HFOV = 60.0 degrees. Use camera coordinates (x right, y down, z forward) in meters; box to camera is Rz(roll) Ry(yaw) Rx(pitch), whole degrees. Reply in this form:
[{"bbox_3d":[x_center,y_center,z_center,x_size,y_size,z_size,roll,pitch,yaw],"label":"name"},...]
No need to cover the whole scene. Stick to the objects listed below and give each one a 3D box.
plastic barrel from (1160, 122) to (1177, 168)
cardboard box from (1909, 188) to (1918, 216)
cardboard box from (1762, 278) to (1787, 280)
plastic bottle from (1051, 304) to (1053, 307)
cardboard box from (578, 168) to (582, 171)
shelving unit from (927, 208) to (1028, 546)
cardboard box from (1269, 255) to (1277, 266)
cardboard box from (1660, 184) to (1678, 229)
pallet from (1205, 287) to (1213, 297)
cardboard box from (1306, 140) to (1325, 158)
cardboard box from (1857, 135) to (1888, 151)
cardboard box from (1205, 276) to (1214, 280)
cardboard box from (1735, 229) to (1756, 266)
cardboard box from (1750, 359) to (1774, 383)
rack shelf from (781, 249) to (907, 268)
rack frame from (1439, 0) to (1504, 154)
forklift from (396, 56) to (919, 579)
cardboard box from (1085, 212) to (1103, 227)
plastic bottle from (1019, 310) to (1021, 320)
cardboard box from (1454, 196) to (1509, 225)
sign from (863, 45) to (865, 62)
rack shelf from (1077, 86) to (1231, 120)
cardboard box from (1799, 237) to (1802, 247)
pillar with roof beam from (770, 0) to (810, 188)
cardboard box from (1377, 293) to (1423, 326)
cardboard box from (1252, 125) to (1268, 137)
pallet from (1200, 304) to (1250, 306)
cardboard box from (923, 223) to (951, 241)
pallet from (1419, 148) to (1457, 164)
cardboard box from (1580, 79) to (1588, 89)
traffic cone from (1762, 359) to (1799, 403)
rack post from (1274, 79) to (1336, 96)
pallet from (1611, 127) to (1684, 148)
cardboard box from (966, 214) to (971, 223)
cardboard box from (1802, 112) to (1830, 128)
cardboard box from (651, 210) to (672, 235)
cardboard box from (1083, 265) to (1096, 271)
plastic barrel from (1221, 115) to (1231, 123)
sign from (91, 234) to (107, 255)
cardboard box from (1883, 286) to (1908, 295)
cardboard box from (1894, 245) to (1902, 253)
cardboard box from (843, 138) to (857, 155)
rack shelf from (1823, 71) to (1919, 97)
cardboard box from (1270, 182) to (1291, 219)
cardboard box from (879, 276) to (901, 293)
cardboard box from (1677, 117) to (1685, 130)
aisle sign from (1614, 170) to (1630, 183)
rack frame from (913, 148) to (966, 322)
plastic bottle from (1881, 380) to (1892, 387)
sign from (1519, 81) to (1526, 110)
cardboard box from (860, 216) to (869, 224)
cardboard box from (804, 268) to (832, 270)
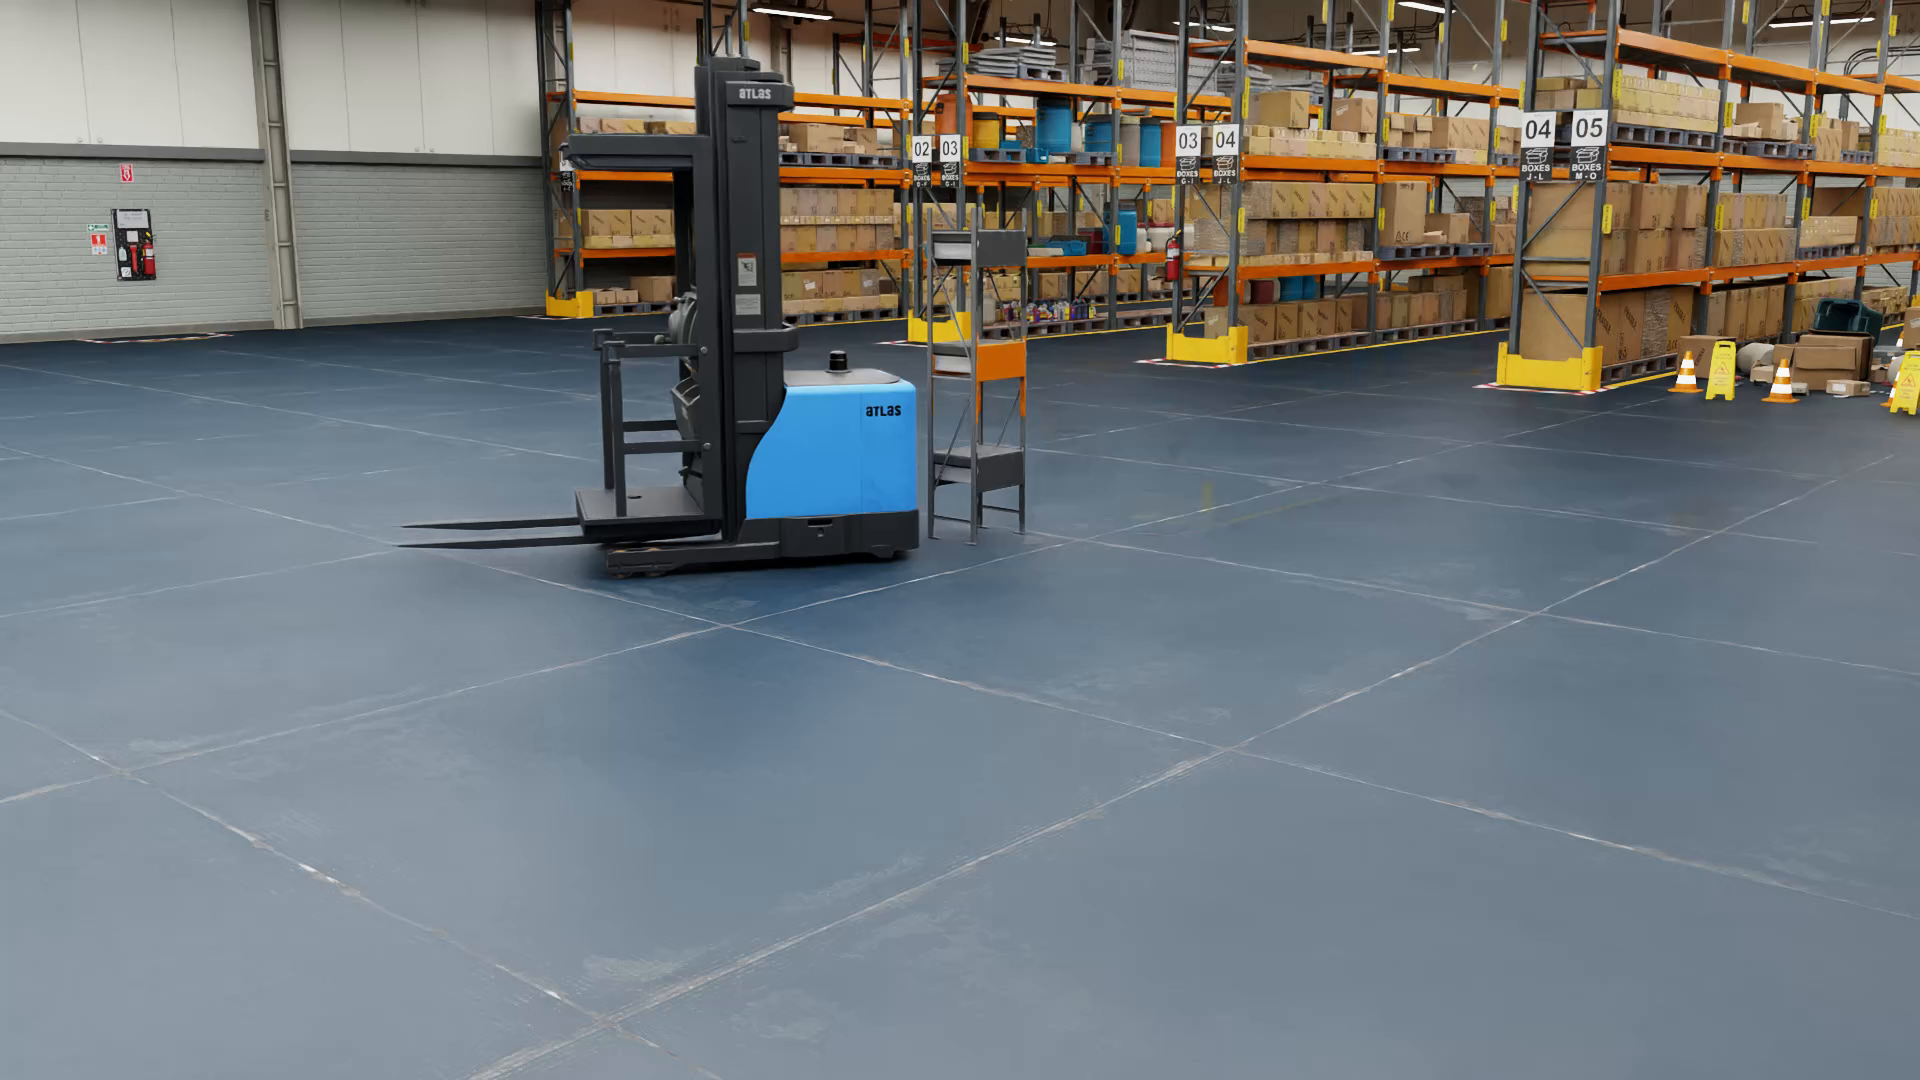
[{"bbox_3d":[3.819,-7.281,30.752,0.600,0.830,0.708,10,15,40],"label":"plastic barrel"},{"bbox_3d":[17.167,-6.180,30.427,0.500,0.500,0.500,9,14,38],"label":"cardboard box"},{"bbox_3d":[13.263,-4.123,27.090,0.500,0.250,0.500,10,15,42],"label":"cardboard box"},{"bbox_3d":[1.577,-3.866,28.222,0.061,0.283,0.133,10,15,40],"label":"plastic bottle"},{"bbox_3d":[-7.358,-7.439,32.333,0.500,0.500,0.500,10,15,42],"label":"cardboard box"},{"bbox_3d":[0.109,-1.054,10.627,0.431,2.100,0.503,10,15,40],"label":"shelving unit"},{"bbox_3d":[4.268,-3.968,23.559,0.380,0.149,0.250,10,15,40],"label":"cardboard box"},{"bbox_3d":[8.691,-4.299,21.437,0.875,0.550,0.550,10,15,40],"label":"cardboard box"},{"bbox_3d":[5.943,-6.110,40.765,1.003,0.211,1.213,10,15,40],"label":"pallet"},{"bbox_3d":[4.914,-5.632,23.976,0.500,0.250,0.500,10,15,42],"label":"cardboard box"},{"bbox_3d":[15.474,-6.763,28.360,0.500,0.250,0.500,10,15,42],"label":"cardboard box"},{"bbox_3d":[6.345,-6.485,40.778,0.500,0.500,0.500,10,15,40],"label":"cardboard box"},{"bbox_3d":[10.909,-4.143,23.539,0.500,0.500,0.500,10,15,40],"label":"cardboard box"},{"bbox_3d":[9.944,-2.072,20.406,0.258,0.266,0.396,-9,14,-38],"label":"cardboard box"},{"bbox_3d":[-2.723,-5.194,30.894,1.077,0.370,4.000,10,15,40],"label":"rack shelf"},{"bbox_3d":[8.677,-8.090,28.240,1.000,3.000,0.127,10,15,40],"label":"rack frame"},{"bbox_3d":[-1.824,-1.329,9.884,3.031,2.935,1.130,-3,12,-15],"label":"forklift"},{"bbox_3d":[2.758,-7.005,36.797,0.700,0.500,0.500,6,13,26],"label":"cardboard box"},{"bbox_3d":[1.063,-3.851,28.357,0.097,0.201,0.097,0,11,0],"label":"plastic bottle"},{"bbox_3d":[9.172,-5.795,29.248,0.797,0.503,0.637,10,15,42],"label":"cardboard box"},{"bbox_3d":[-1.818,-9.348,31.952,0.100,0.325,0.005,10,15,40],"label":"sign"},{"bbox_3d":[3.636,-7.887,30.083,1.077,0.370,4.000,10,15,40],"label":"rack shelf"},{"bbox_3d":[12.783,-4.614,25.725,0.380,0.149,0.250,10,15,40],"label":"cardboard box"},{"bbox_3d":[-0.760,-9.375,34.675,9.100,9.000,0.548,10,15,40],"label":"pillar with roof beam"},{"bbox_3d":[7.156,-3.787,27.273,0.700,0.500,0.500,8,14,36],"label":"cardboard box"},{"bbox_3d":[3.995,-5.600,22.798,0.380,0.149,0.250,10,15,42],"label":"cardboard box"},{"bbox_3d":[5.445,-4.542,32.915,1.003,0.211,1.213,10,15,40],"label":"pallet"},{"bbox_3d":[-0.536,-6.078,33.230,0.500,0.500,0.500,-11,16,-43],"label":"cardboard box"},{"bbox_3d":[7.206,-6.168,26.758,1.213,0.211,1.003,10,15,40],"label":"pallet"},{"bbox_3d":[7.358,-5.476,20.091,0.380,0.149,0.250,10,15,41],"label":"cardboard box"},{"bbox_3d":[9.097,-1.769,18.388,0.336,0.463,0.334,10,15,40],"label":"traffic cone"},{"bbox_3d":[7.017,-9.162,33.800,0.937,0.300,0.954,9,15,39],"label":"rack post"},{"bbox_3d":[8.342,-5.033,20.821,1.003,0.211,1.213,10,15,40],"label":"pallet"},{"bbox_3d":[0.039,-7.762,40.849,0.500,0.500,0.500,9,15,39],"label":"cardboard box"},{"bbox_3d":[13.289,-6.530,25.877,0.396,0.266,0.258,10,15,40],"label":"cardboard box"},{"bbox_3d":[-6.214,-6.452,33.773,0.500,0.500,0.500,10,15,42],"label":"cardboard box"},{"bbox_3d":[2.716,-6.189,37.383,0.500,0.250,0.500,10,15,40],"label":"cardboard box"},{"bbox_3d":[5.333,-7.759,32.073,0.600,0.830,0.708,10,15,40],"label":"plastic barrel"},{"bbox_3d":[-14.017,-4.815,27.070,0.001,0.329,0.234,10,15,40],"label":"sign"},{"bbox_3d":[17.458,-4.658,31.061,0.380,0.149,0.250,10,15,41],"label":"cardboard box"},{"bbox_3d":[16.920,-5.315,30.306,0.380,0.149,0.250,9,14,38],"label":"cardboard box"},{"bbox_3d":[-2.289,-7.423,31.359,0.500,0.311,0.500,9,14,37],"label":"cardboard box"},{"bbox_3d":[16.297,-7.962,29.446,1.077,0.370,4.000,10,15,40],"label":"rack shelf"},{"bbox_3d":[4.299,-4.775,23.390,0.500,0.500,0.500,10,15,40],"label":"cardboard box"},{"bbox_3d":[-1.351,-5.070,32.954,0.500,0.311,0.500,10,15,40],"label":"cardboard box"},{"bbox_3d":[8.856,-5.224,20.861,0.380,0.149,0.250,10,15,40],"label":"cardboard box"},{"bbox_3d":[13.780,-7.649,34.713,0.394,0.787,0.004,10,15,40],"label":"aisle sign"},{"bbox_3d":[-0.325,-4.611,26.141,1.000,3.000,0.127,10,15,40],"label":"rack frame"},{"bbox_3d":[11.220,-1.890,20.018,0.283,0.061,0.133,-9,14,-38],"label":"plastic bottle"},{"bbox_3d":[6.657,-5.253,19.638,0.100,0.325,0.005,10,15,40],"label":"sign"},{"bbox_3d":[-1.929,-6.027,31.315,0.380,0.149,0.250,10,15,40],"label":"cardboard box"},{"bbox_3d":[-2.604,-4.891,31.576,0.500,0.500,0.500,10,15,40],"label":"cardboard box"}]
